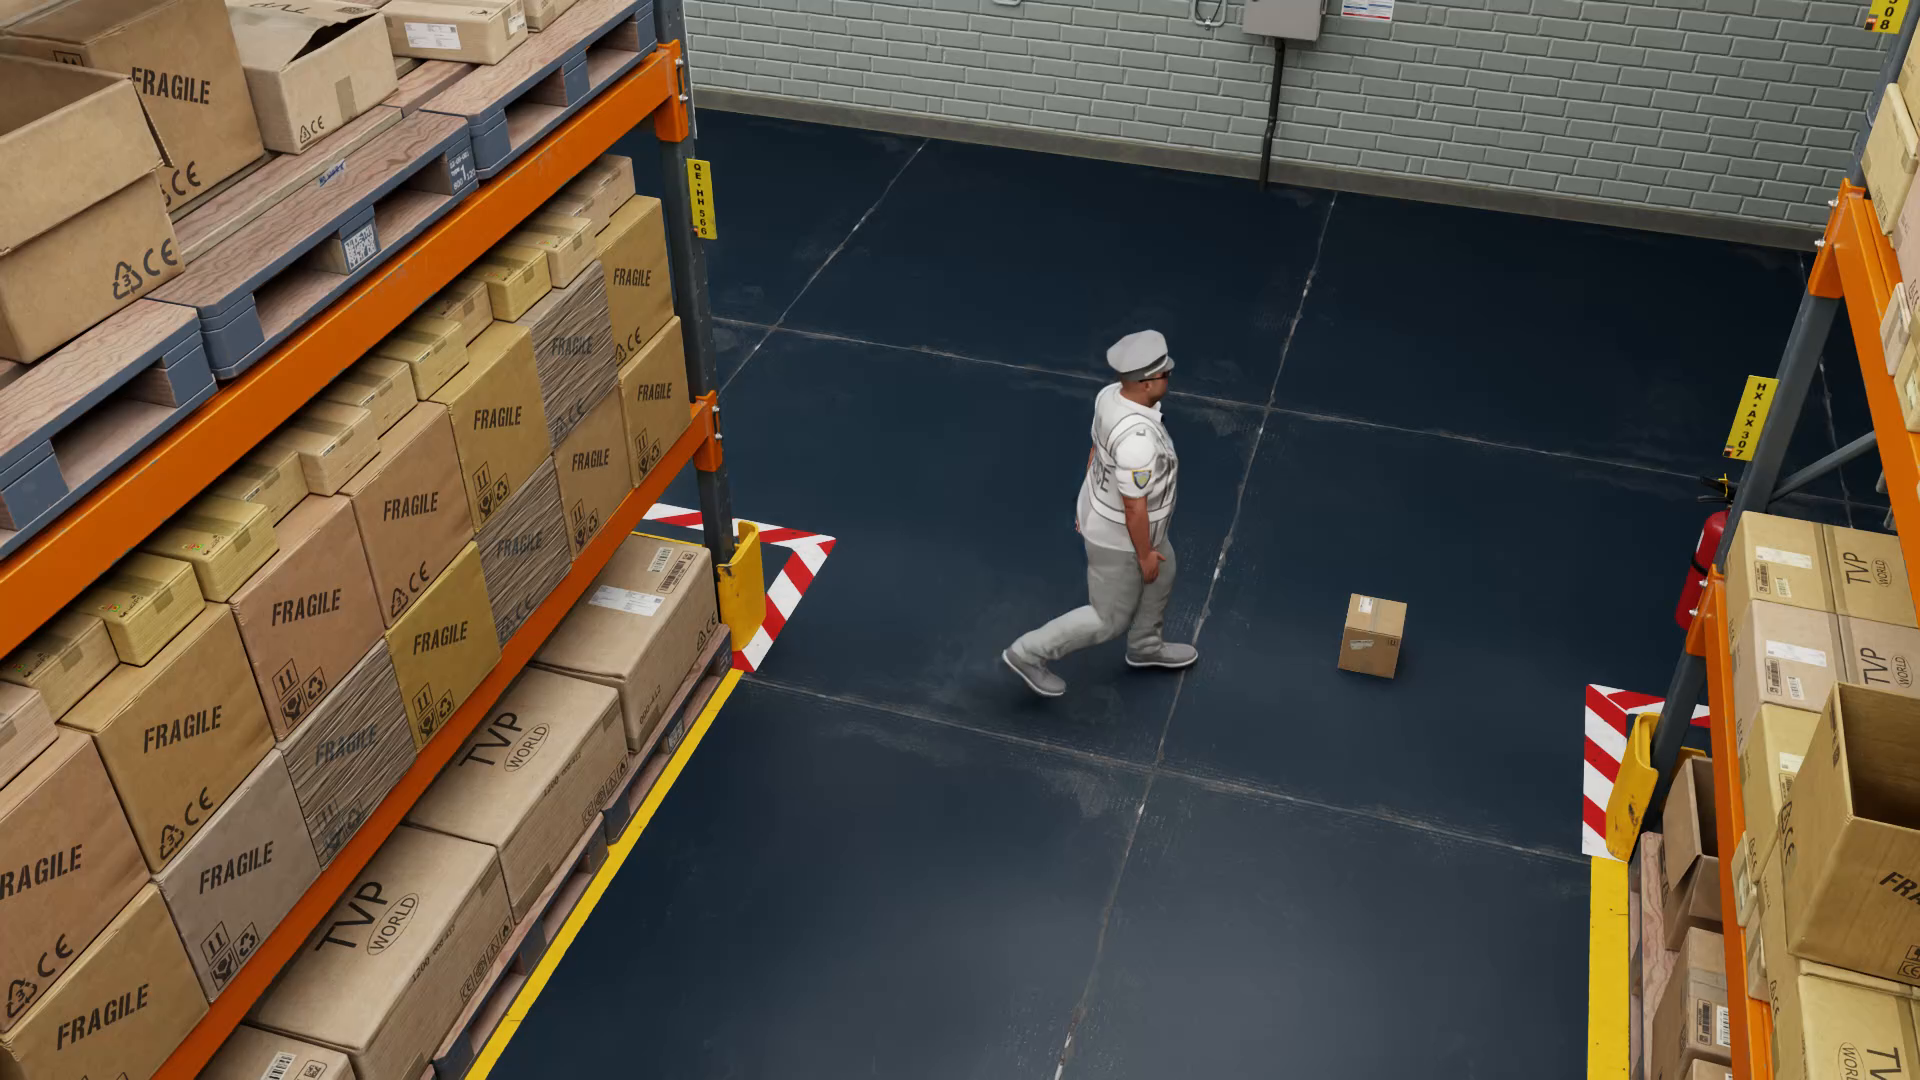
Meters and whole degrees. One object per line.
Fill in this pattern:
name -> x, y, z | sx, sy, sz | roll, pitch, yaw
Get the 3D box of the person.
person -> 0.630, -0.085, 6.982 | 0.907, 1.726, 0.537 | -1, 37, -1
